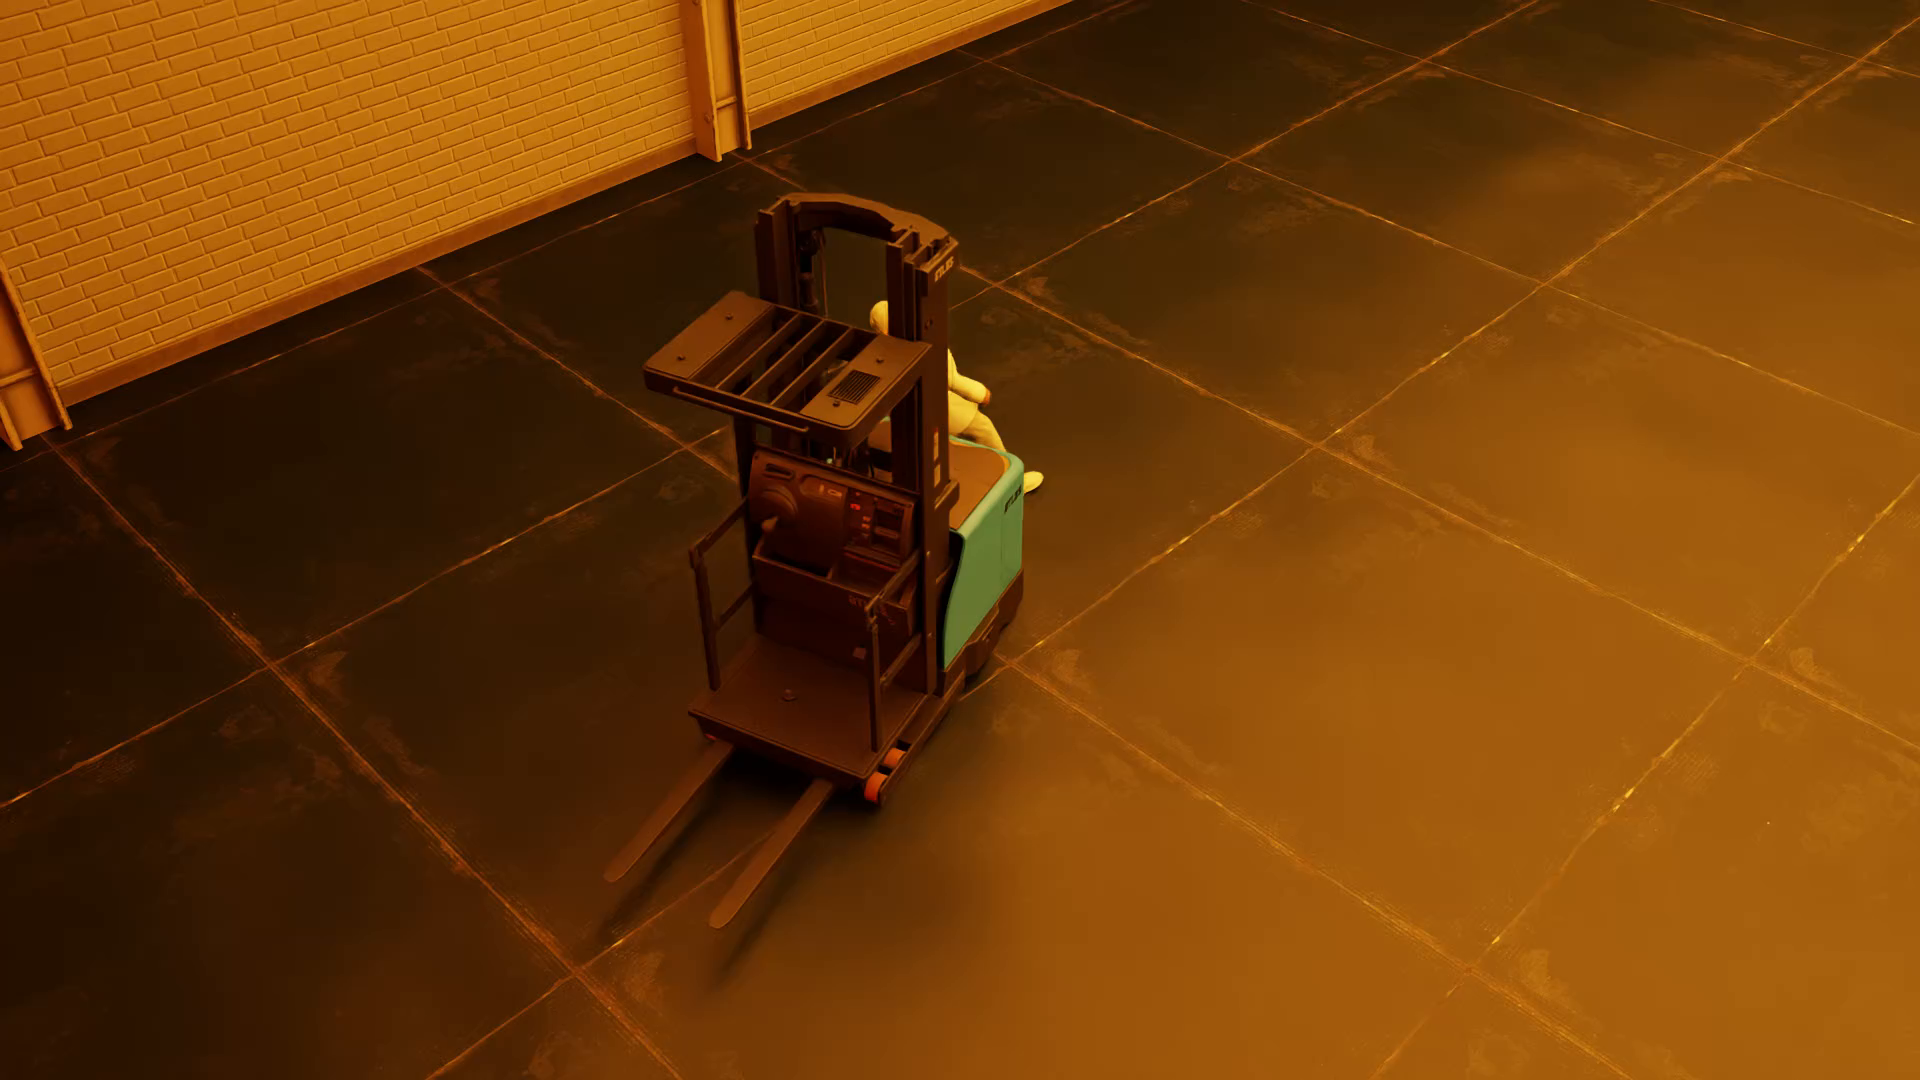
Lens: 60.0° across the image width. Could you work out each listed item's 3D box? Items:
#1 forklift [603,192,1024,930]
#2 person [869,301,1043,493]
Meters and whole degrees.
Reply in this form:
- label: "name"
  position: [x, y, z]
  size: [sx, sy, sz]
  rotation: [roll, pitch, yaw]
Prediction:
- label: "forklift"
  position: [-0.745, -0.078, 8.192]
  size: [1.130, 2.935, 3.031]
  rotation: [18, 42, 21]
- label: "person"
  position: [-0.147, -1.002, 10.393]
  size: [1.036, 1.626, 0.977]
  rotation: [-26, 46, -28]
